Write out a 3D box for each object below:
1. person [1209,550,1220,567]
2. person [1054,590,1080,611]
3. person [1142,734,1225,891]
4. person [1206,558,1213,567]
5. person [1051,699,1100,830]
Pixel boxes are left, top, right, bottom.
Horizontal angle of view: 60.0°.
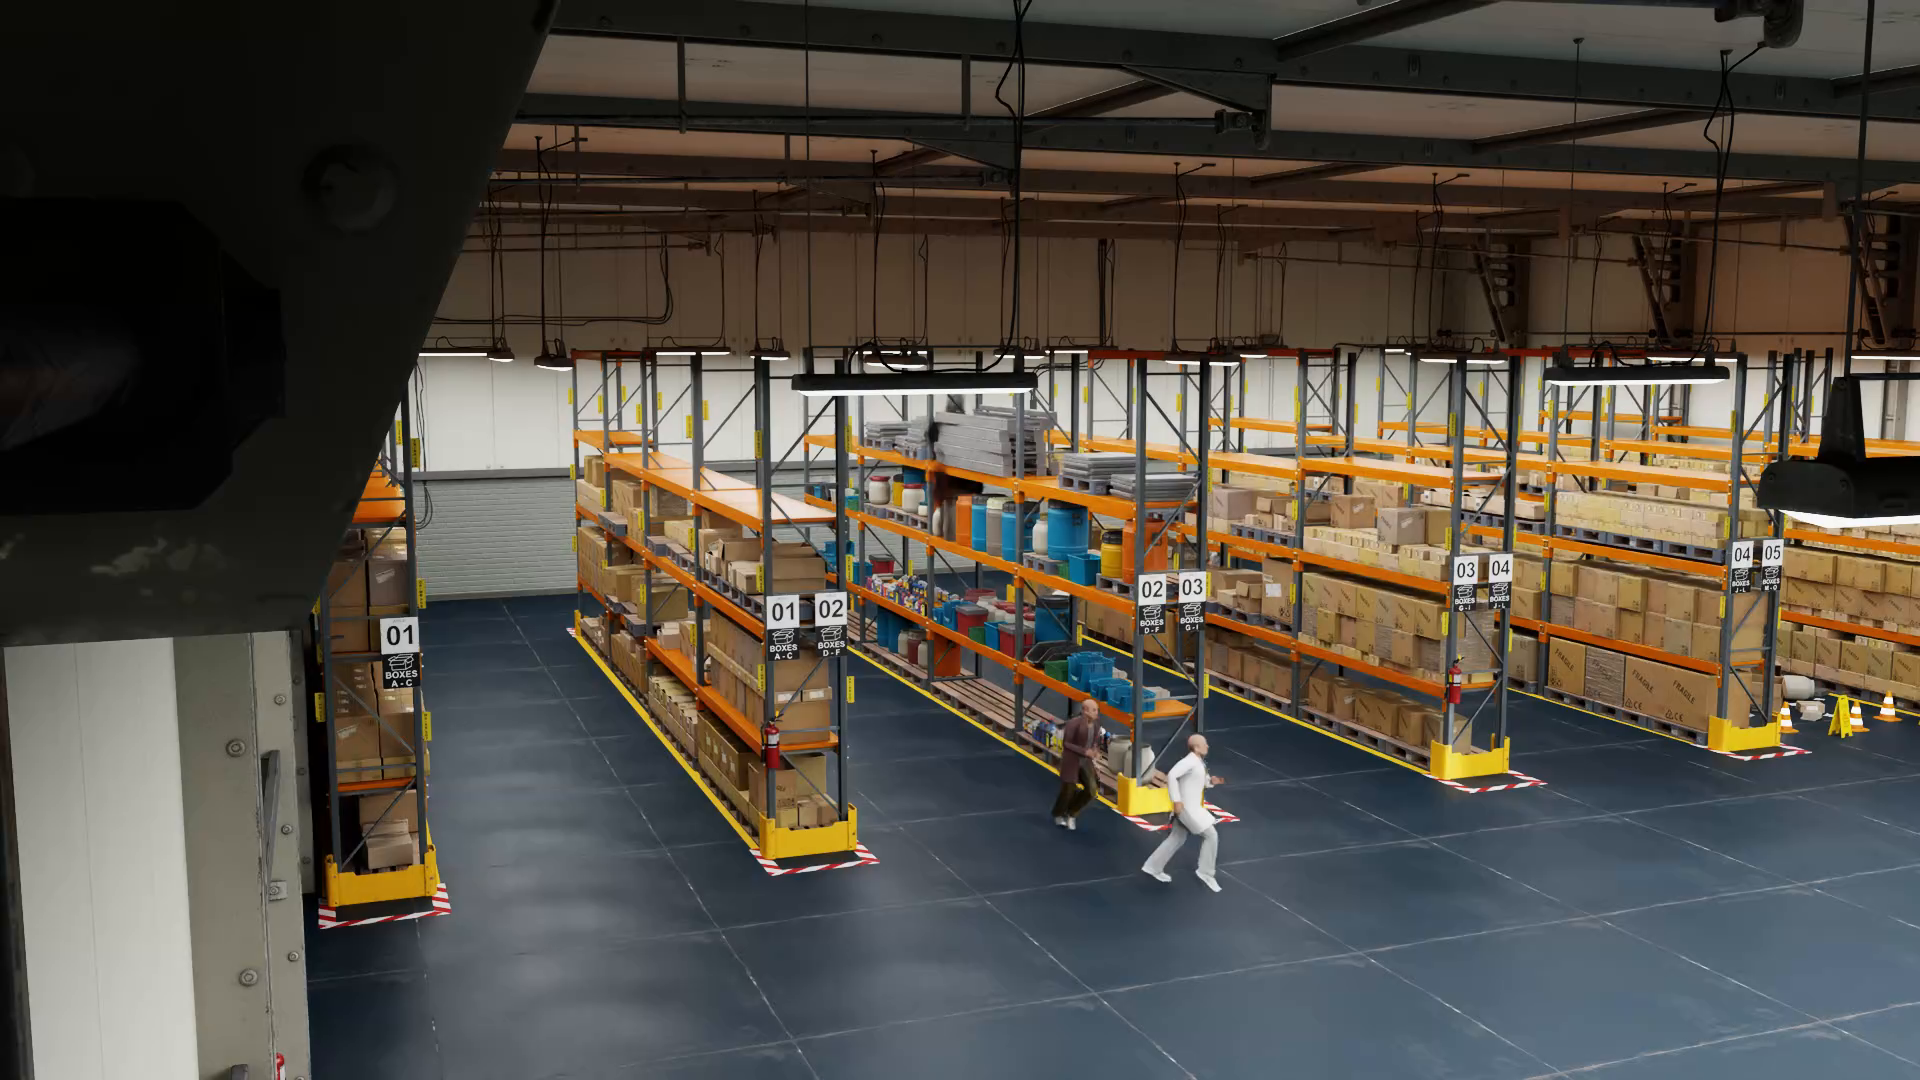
[{"bbox_3d":[6.388,0.320,41.379,0.911,1.740,0.718,0,7,-3],"label":"person"},{"bbox_3d":[1.885,1.486,30.169,0.628,1.728,0.870,-5,9,-36],"label":"person"},{"bbox_3d":[2.548,3.115,18.947,0.939,1.831,0.741,1,7,5],"label":"person"},{"bbox_3d":[5.159,1.171,35.029,0.534,1.607,0.657,-3,8,-25],"label":"person"},{"bbox_3d":[1.557,2.849,21.255,0.756,1.725,0.849,-5,9,-37],"label":"person"}]
